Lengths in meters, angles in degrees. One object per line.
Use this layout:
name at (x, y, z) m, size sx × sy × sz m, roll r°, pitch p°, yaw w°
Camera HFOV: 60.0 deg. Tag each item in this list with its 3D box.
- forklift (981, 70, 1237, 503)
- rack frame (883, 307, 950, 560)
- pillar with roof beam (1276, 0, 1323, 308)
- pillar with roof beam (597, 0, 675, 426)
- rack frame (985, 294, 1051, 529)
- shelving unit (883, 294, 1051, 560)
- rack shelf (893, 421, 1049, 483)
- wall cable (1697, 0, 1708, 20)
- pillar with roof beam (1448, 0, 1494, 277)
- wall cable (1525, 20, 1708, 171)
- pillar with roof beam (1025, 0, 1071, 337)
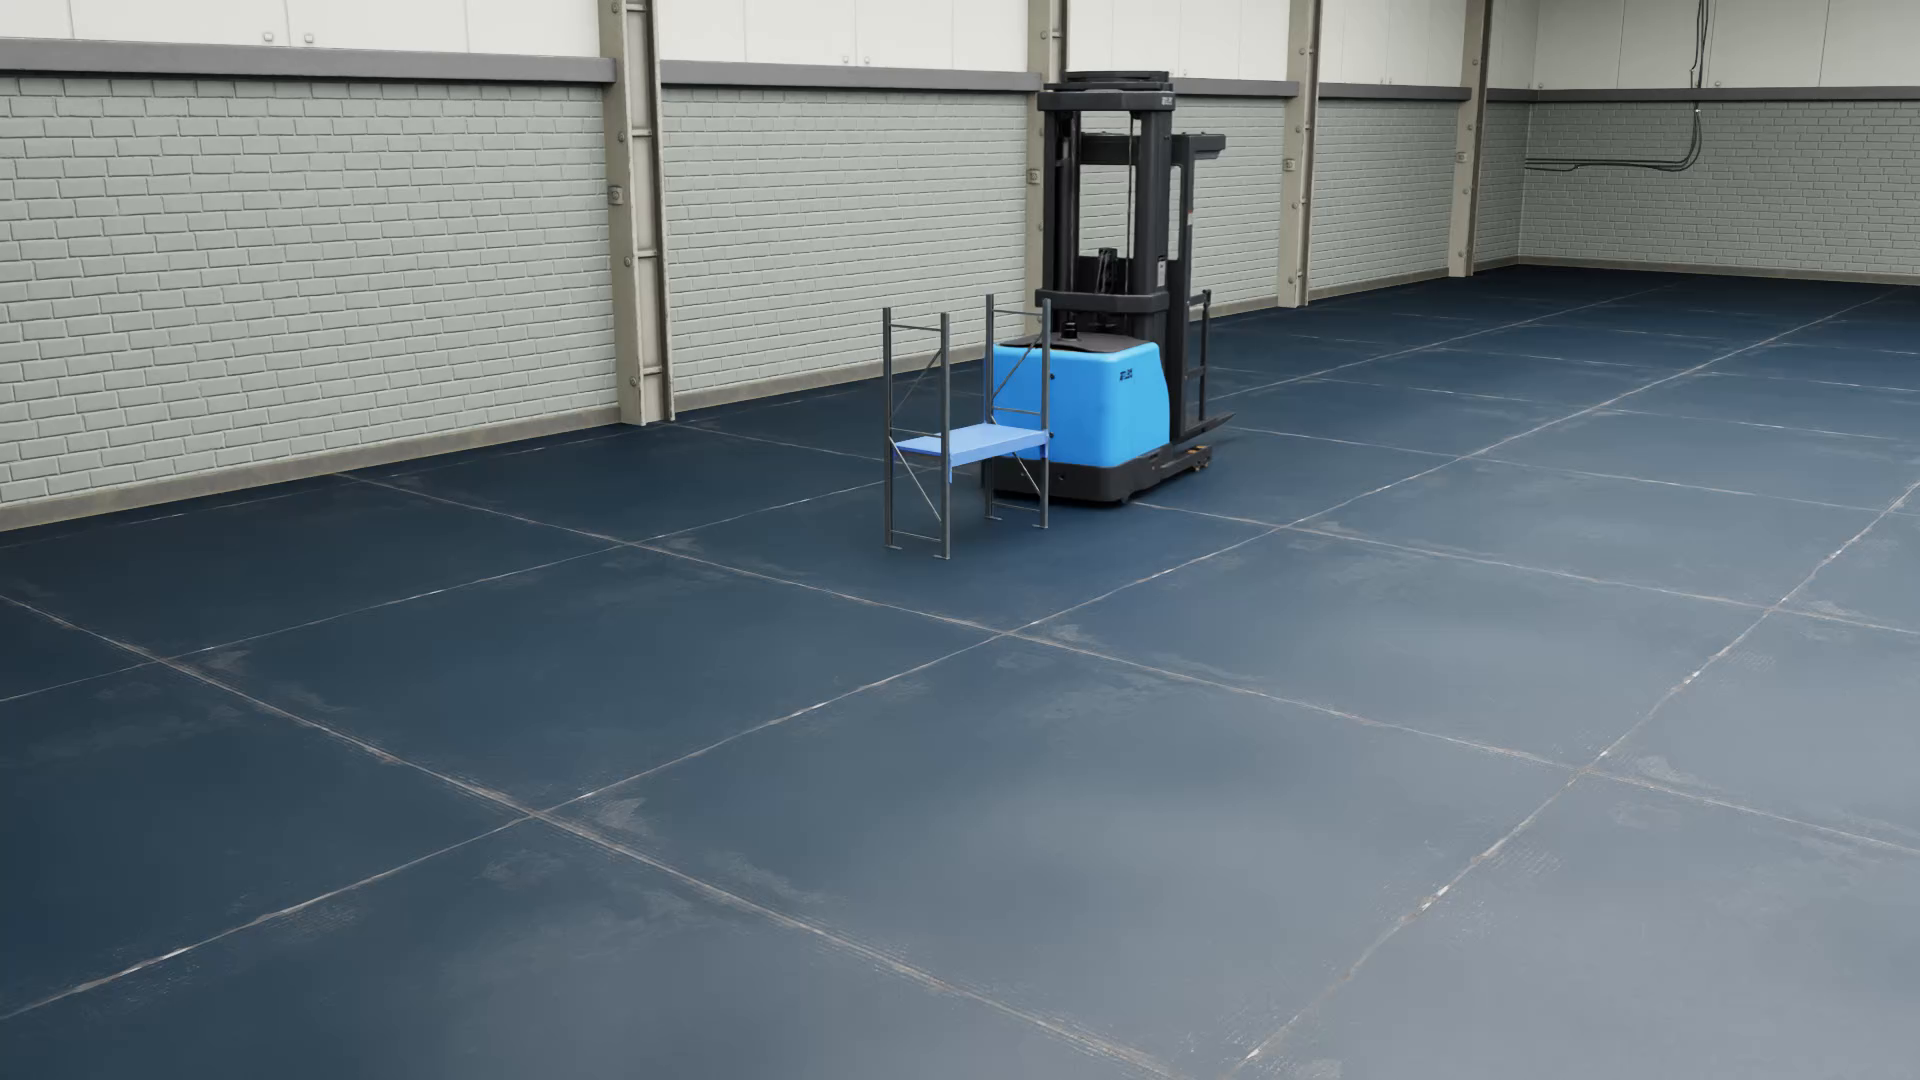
forklift at (1.299, -1.991, 12.507) m, size 1.130 × 2.935 × 3.031 m, roll 8°, pitch 16°, yaw 28°
rack frame at (-0.266, -0.646, 10.119) m, size 0.500 × 1.500 × 0.032 m, roll 11°, pitch 18°, yaw 38°
pillar with roof beam at (8.105, -7.055, 20.118) m, size 9.100 × 9.000 × 0.400 m, roll 11°, pitch 18°, yaw 38°
pillar with roof beam at (0.563, -4.757, 11.072) m, size 9.100 × 9.000 × 0.400 m, roll 11°, pitch 18°, yaw 38°
rack frame at (0.373, -0.841, 10.886) m, size 0.500 × 1.500 × 0.032 m, roll 11°, pitch 18°, yaw 38°
shelving unit at (0.054, -0.743, 10.503) m, size 0.538 × 1.500 × 1.048 m, roll 11°, pitch 18°, yaw 38°
rack shelf at (0.054, -0.569, 10.547) m, size 0.538 × 0.185 × 1.000 m, roll 11°, pitch 18°, yaw 38°
wall cable at (13.512, -9.754, 26.792) m, size 3.097 × 2.526 × 0.112 m, roll 11°, pitch 18°, yaw 38°
pillar with roof beam at (11.876, -8.204, 24.642) m, size 9.100 × 9.000 × 0.400 m, roll 11°, pitch 18°, yaw 38°
wall cable at (11.408, -7.725, 29.062) m, size 3.097 × 2.526 × 0.112 m, roll 11°, pitch 18°, yaw 38°
pillar with roof beam at (4.334, -5.906, 15.595) m, size 9.100 × 9.000 × 0.400 m, roll 11°, pitch 18°, yaw 38°
